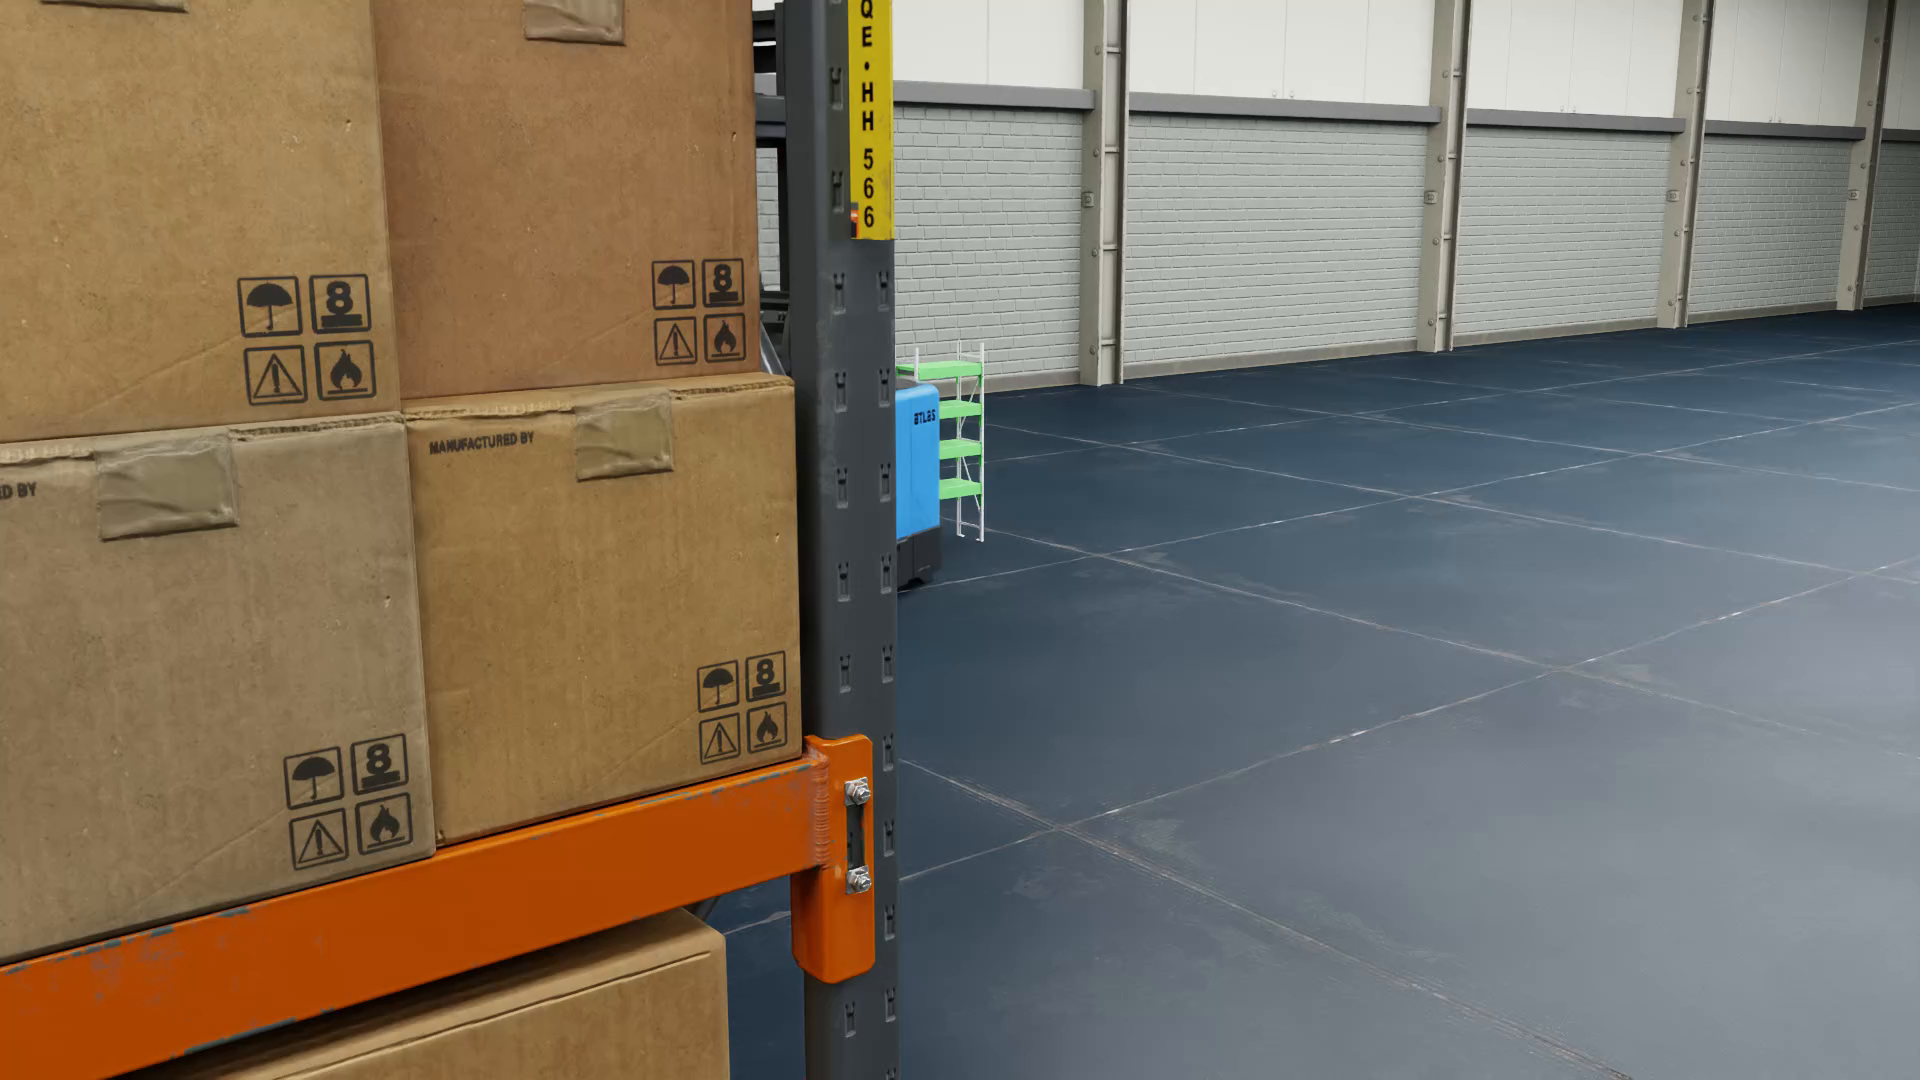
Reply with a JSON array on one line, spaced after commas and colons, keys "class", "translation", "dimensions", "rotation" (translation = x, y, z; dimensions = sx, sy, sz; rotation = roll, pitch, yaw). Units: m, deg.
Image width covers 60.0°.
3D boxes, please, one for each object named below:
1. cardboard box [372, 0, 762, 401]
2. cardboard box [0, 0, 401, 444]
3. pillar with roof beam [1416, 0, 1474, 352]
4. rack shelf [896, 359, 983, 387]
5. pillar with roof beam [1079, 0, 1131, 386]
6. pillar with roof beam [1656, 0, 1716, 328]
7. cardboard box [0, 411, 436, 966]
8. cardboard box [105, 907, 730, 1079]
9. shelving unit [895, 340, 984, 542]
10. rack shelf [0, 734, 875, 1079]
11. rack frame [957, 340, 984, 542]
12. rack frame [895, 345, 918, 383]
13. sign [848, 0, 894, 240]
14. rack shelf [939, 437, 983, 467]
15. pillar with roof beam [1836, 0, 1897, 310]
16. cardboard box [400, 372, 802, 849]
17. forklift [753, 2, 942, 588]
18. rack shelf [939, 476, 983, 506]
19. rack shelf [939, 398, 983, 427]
[{"class": "cardboard box", "translation": [-0.762, -0.531, 2.449], "dimensions": [0.550, 0.550, 0.875], "rotation": [-9, 15, -38]}, {"class": "cardboard box", "translation": [-1.134, -0.445, 2.042], "dimensions": [0.550, 0.550, 0.875], "rotation": [-9, 15, -38]}, {"class": "pillar with roof beam", "translation": [8.915, -6.194, 17.633], "dimensions": [0.400, 9.000, 9.100], "rotation": [-9, 15, -38]}, {"class": "rack shelf", "translation": [-0.129, -0.972, 9.817], "dimensions": [0.480, 0.148, 0.258], "rotation": [-9, 15, -38]}, {"class": "pillar with roof beam", "translation": [4.230, -5.415, 13.966], "dimensions": [0.400, 9.000, 9.100], "rotation": [-9, 15, -38]}, {"class": "pillar with roof beam", "translation": [13.600, -6.972, 21.299], "dimensions": [0.400, 9.000, 9.100], "rotation": [-9, 15, -38]}, {"class": "cardboard box", "translation": [-1.125, 0.085, 2.144], "dimensions": [0.550, 0.550, 0.875], "rotation": [-9, 15, -38]}, {"class": "cardboard box", "translation": [-0.936, 0.961, 2.486], "dimensions": [0.875, 0.875, 0.875], "rotation": [-9, 15, -37]}, {"class": "shelving unit", "translation": [-0.129, -0.565, 9.903], "dimensions": [0.503, 1.200, 0.258], "rotation": [-9, 15, -38]}, {"class": "rack shelf", "translation": [-2.010, 0.640, 1.626], "dimensions": [4.000, 0.370, 1.077], "rotation": [-9, 15, -38]}, {"class": "rack frame", "translation": [0.061, -0.597, 10.052], "dimensions": [0.015, 1.200, 0.240], "rotation": [-9, 15, -38]}, {"class": "rack frame", "translation": [-0.320, -0.534, 9.754], "dimensions": [0.015, 1.200, 0.240], "rotation": [-9, 15, -38]}, {"class": "sign", "translation": [-0.120, -0.564, 2.206], "dimensions": [0.005, 0.325, 0.100], "rotation": [-9, 15, -38]}, {"class": "rack shelf", "translation": [-0.129, -0.503, 9.916], "dimensions": [0.480, 0.148, 0.258], "rotation": [-9, 15, -38]}, {"class": "pillar with roof beam", "translation": [18.285, -7.751, 24.966], "dimensions": [0.400, 9.000, 9.100], "rotation": [-9, 15, -38]}, {"class": "cardboard box", "translation": [-0.710, 0.011, 2.497], "dimensions": [0.550, 0.550, 0.875], "rotation": [-9, 15, -38]}, {"class": "forklift", "translation": [-1.276, -1.008, 7.820], "dimensions": [1.130, 2.935, 3.031], "rotation": [7, 14, 30]}, {"class": "rack shelf", "translation": [-0.129, -0.268, 9.966], "dimensions": [0.480, 0.148, 0.258], "rotation": [-9, 15, -38]}, {"class": "rack shelf", "translation": [-0.129, -0.738, 9.866], "dimensions": [0.480, 0.148, 0.258], "rotation": [-9, 15, -38]}]
